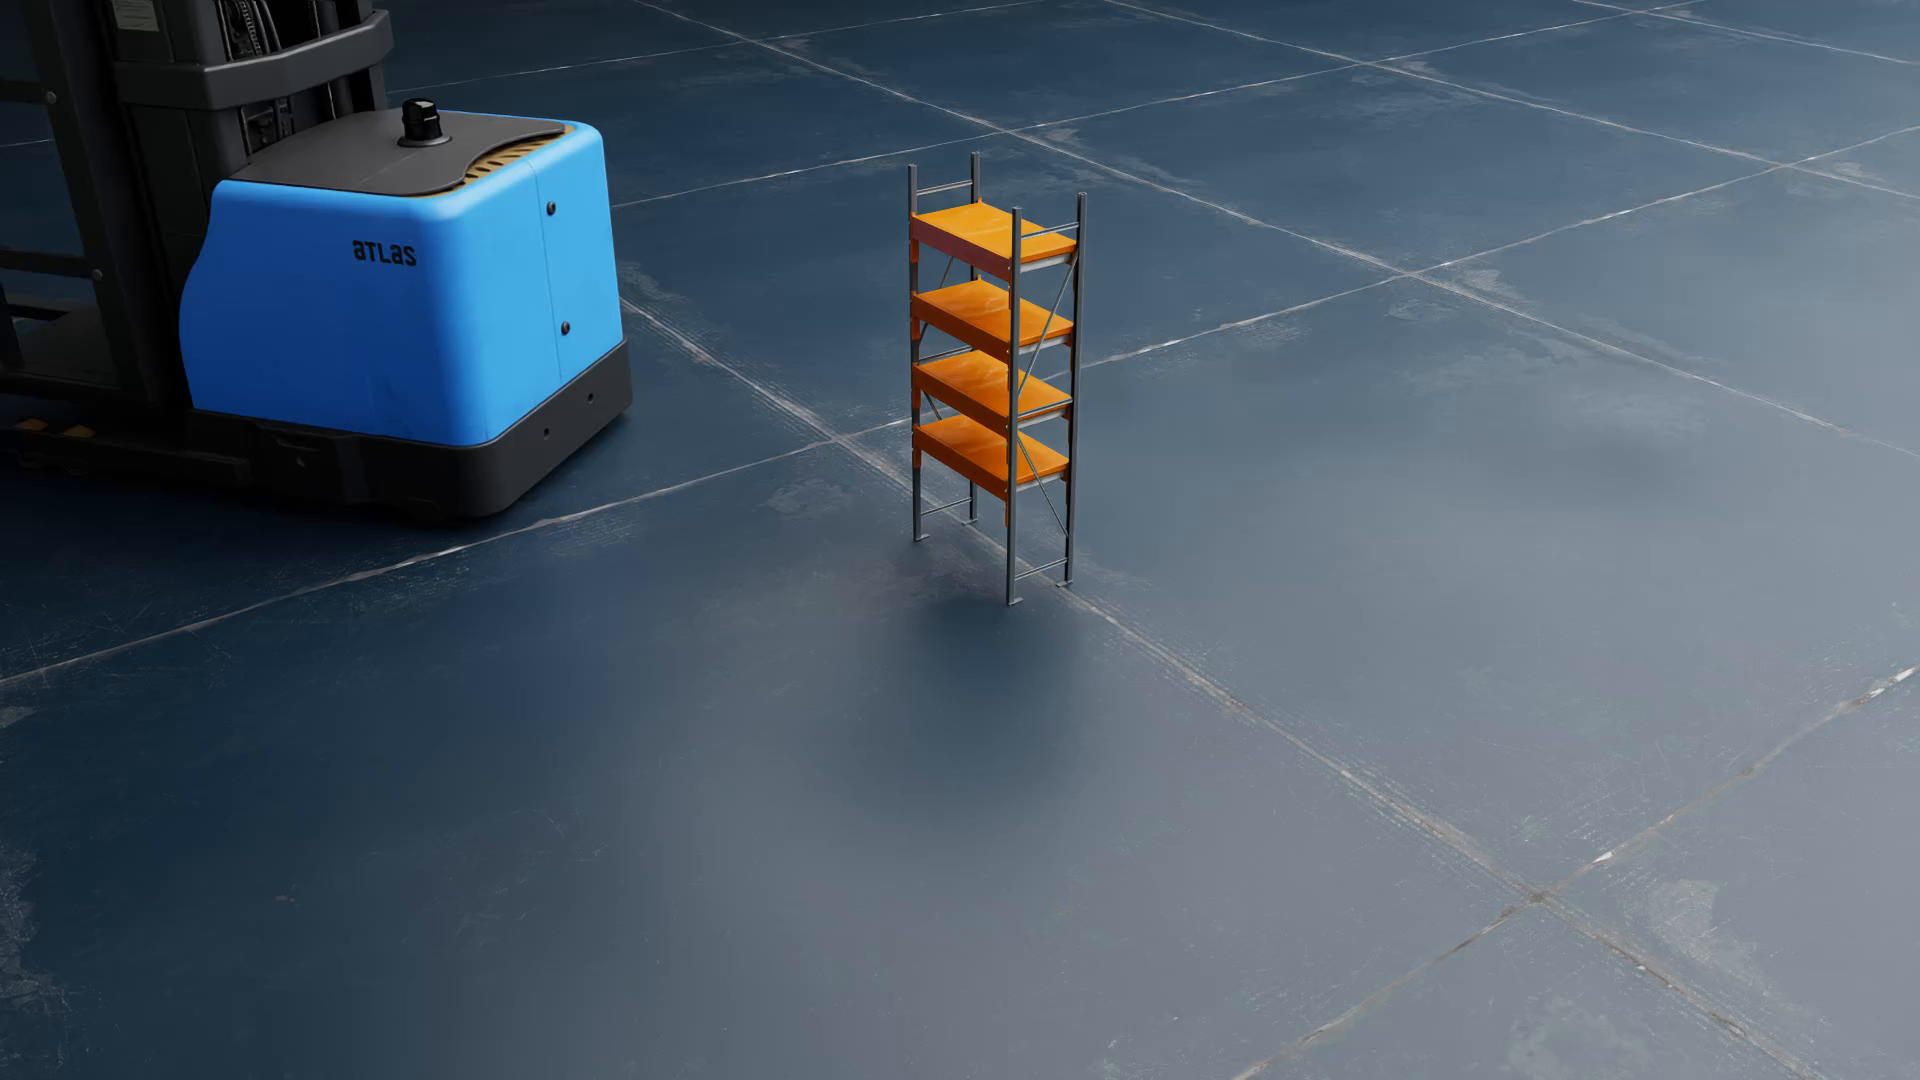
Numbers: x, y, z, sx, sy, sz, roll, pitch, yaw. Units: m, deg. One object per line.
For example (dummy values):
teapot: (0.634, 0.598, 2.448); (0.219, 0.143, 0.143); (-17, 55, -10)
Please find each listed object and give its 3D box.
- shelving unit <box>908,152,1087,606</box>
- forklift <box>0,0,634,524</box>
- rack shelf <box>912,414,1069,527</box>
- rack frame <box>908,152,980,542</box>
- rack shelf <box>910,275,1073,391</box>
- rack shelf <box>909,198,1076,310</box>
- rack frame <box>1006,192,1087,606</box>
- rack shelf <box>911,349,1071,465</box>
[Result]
shelving unit: (0.096, -0.463, 4.845); (0.258, 1.200, 0.503); (-19, 34, -31)
forklift: (-2.759, -1.736, 5.375); (3.031, 2.935, 1.130); (8, 30, 15)
rack shelf: (0.096, -0.229, 4.972); (0.258, 0.148, 0.480); (-19, 34, -31)
rack frame: (-0.045, -0.558, 5.020); (0.240, 1.200, 0.015); (-19, 34, -31)
rack shelf: (0.096, -0.600, 4.771); (0.258, 0.148, 0.480); (-19, 34, -31)
rack shelf: (0.096, -0.808, 4.658); (0.258, 0.148, 0.480); (-19, 34, -31)
rack frame: (0.238, -0.368, 4.670); (0.240, 1.200, 0.015); (-19, 34, -31)
rack shelf: (0.096, -0.404, 4.877); (0.258, 0.148, 0.480); (-19, 34, -31)
